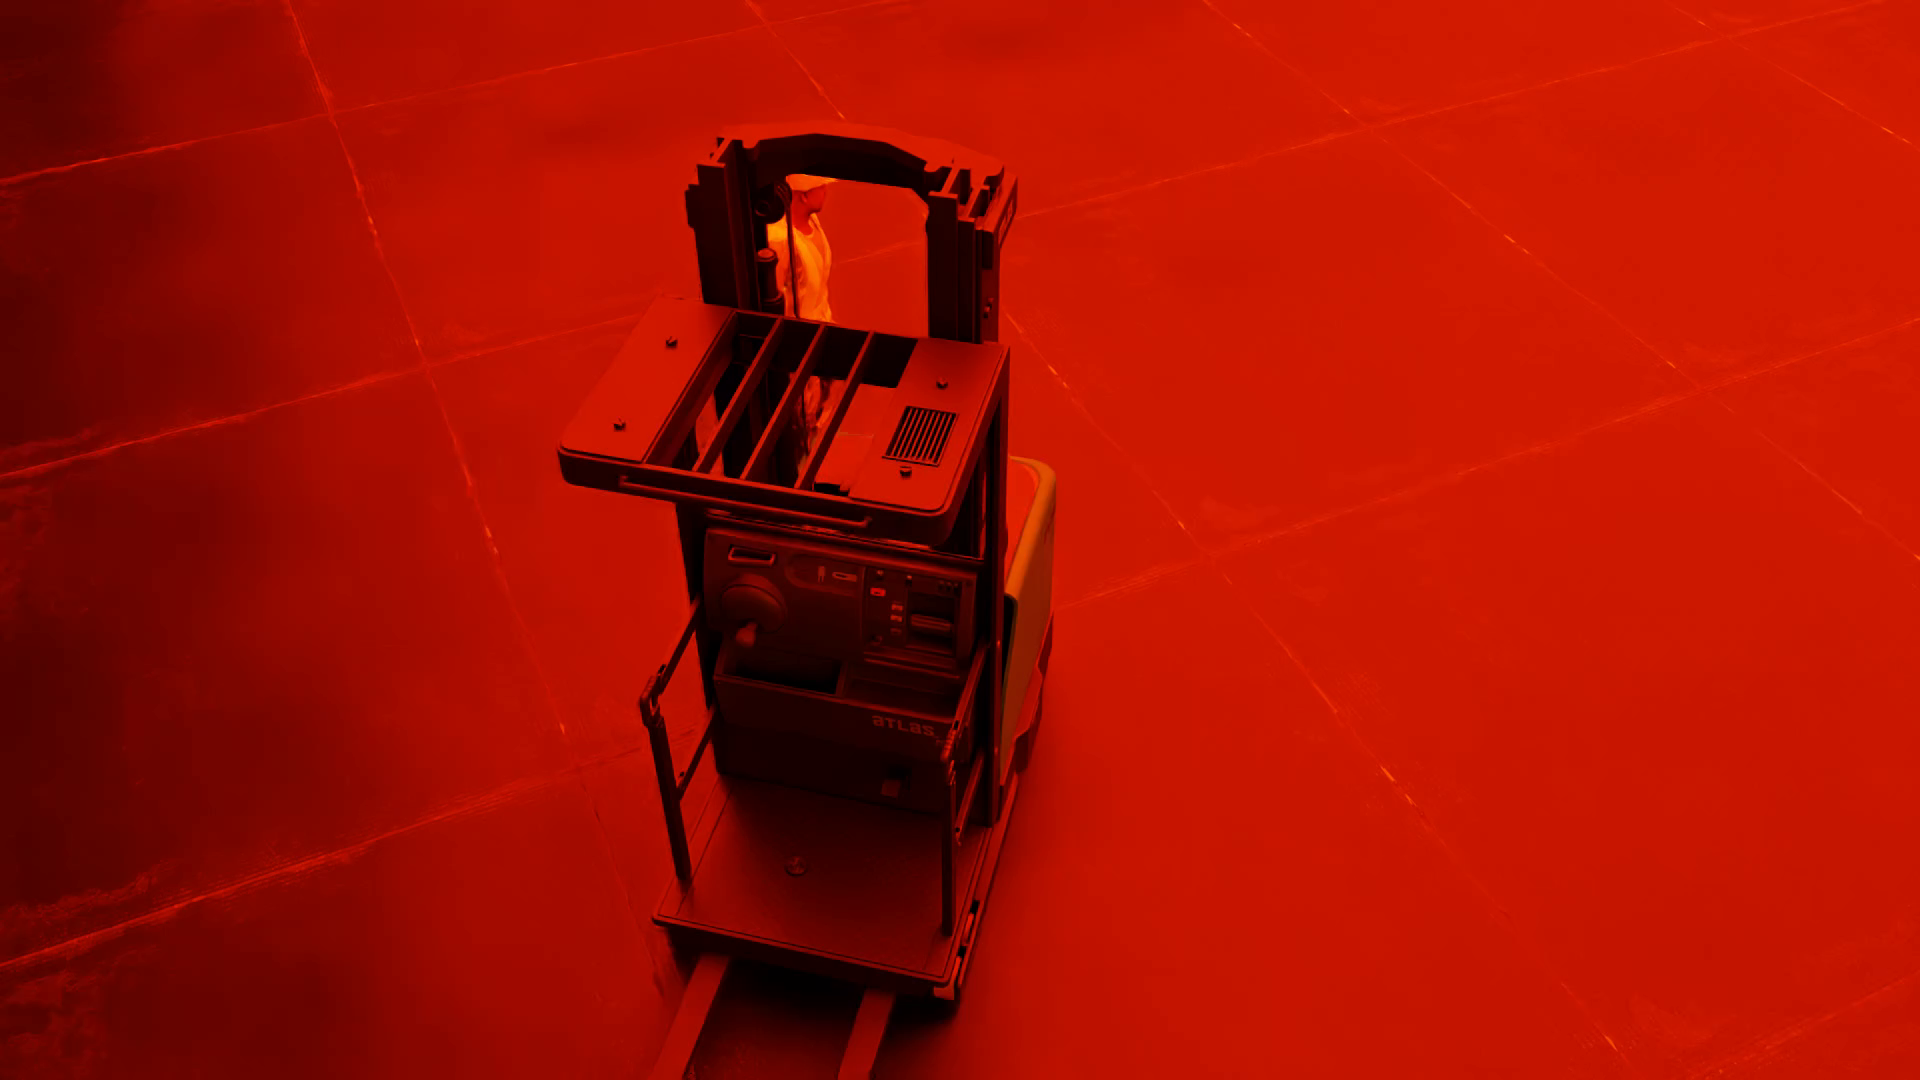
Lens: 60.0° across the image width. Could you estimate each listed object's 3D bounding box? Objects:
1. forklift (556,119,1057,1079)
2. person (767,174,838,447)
[{"bbox_3d":[-0.454,0.300,5.358,1.130,2.935,3.031,10,44,10],"label":"forklift"},{"bbox_3d":[-0.782,-0.949,7.611,0.473,1.749,0.905,6,43,7],"label":"person"}]
